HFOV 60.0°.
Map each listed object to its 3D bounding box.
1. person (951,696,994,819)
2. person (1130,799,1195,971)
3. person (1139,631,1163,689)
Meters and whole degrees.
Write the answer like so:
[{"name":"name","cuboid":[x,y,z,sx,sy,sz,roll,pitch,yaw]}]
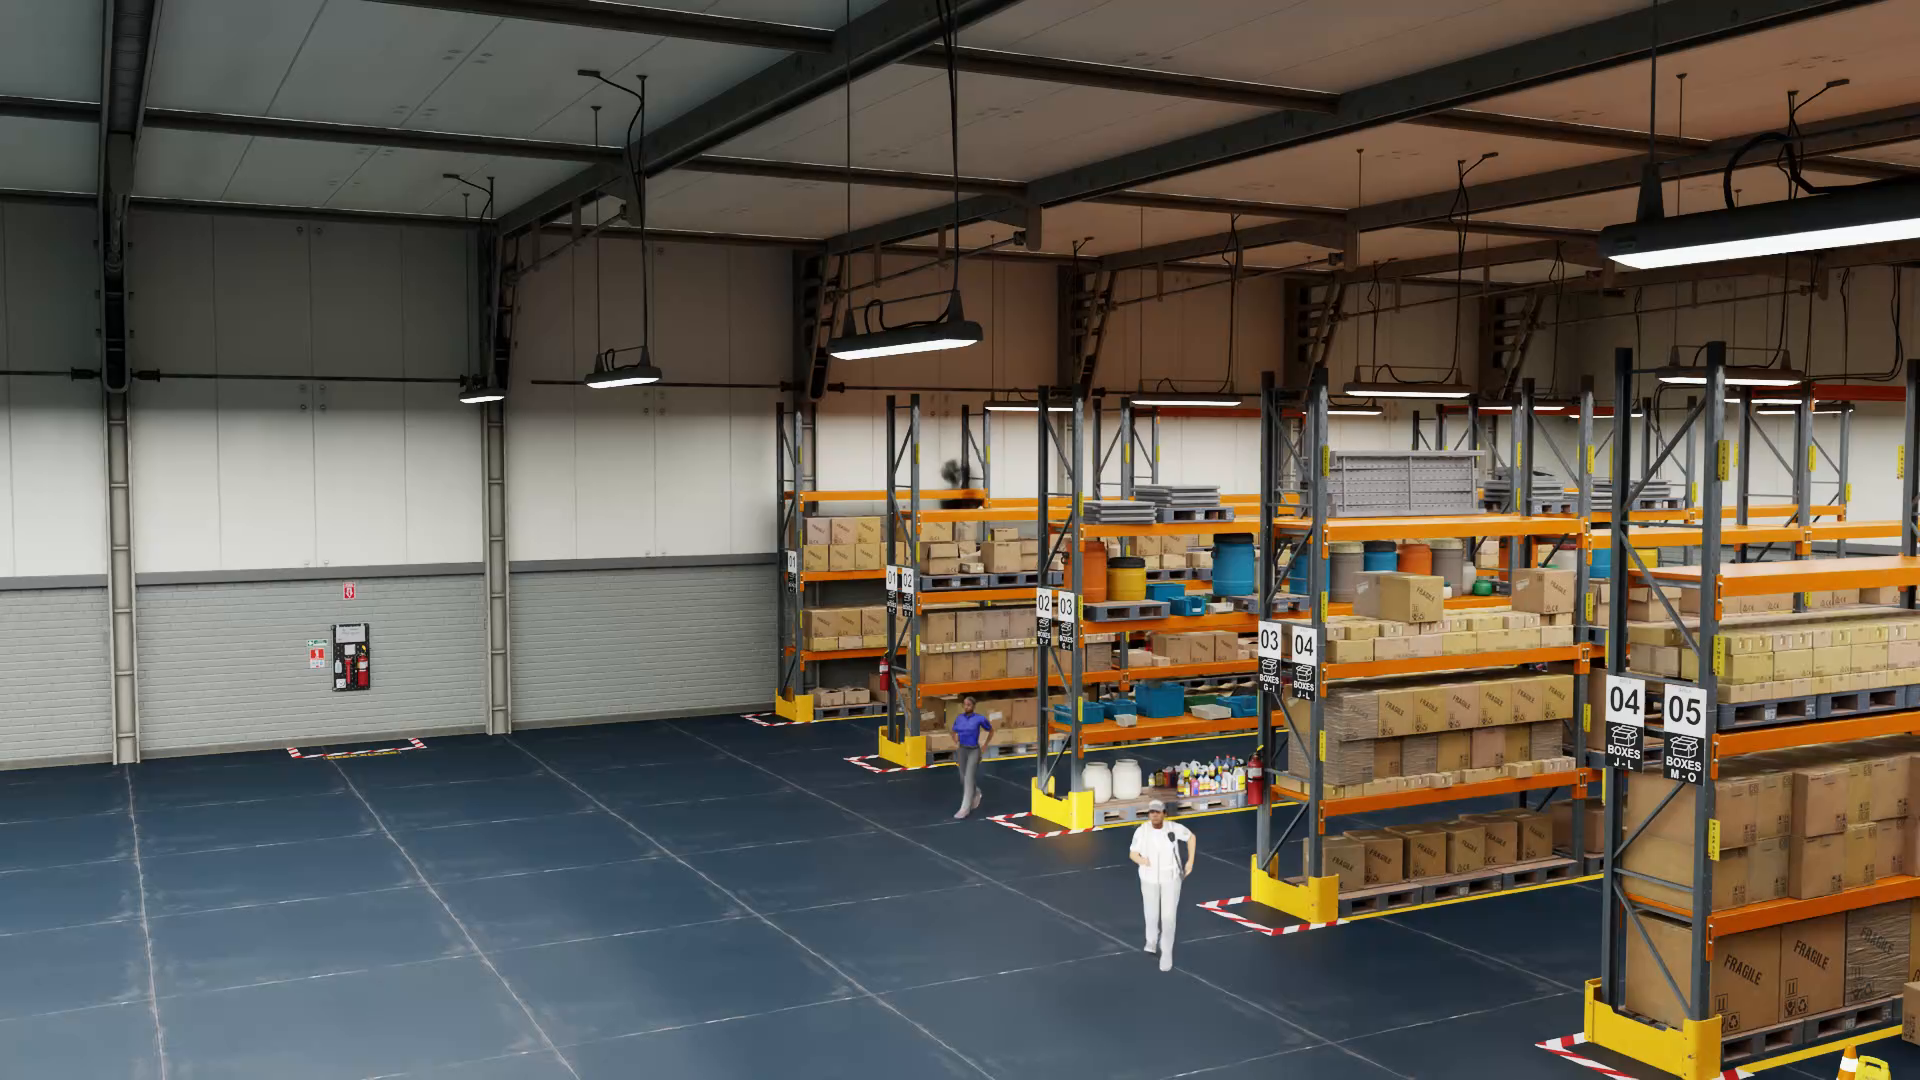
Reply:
[{"name":"person","cuboid":[0.137,3.002,23.259,0.593,1.649,0.850,2,4,30]},{"name":"person","cuboid":[2.007,3.402,16.543,0.613,1.684,0.856,1,3,15]},{"name":"person","cuboid":[3.691,2.551,31.505,0.746,1.690,0.646,-2,4,-26]}]
